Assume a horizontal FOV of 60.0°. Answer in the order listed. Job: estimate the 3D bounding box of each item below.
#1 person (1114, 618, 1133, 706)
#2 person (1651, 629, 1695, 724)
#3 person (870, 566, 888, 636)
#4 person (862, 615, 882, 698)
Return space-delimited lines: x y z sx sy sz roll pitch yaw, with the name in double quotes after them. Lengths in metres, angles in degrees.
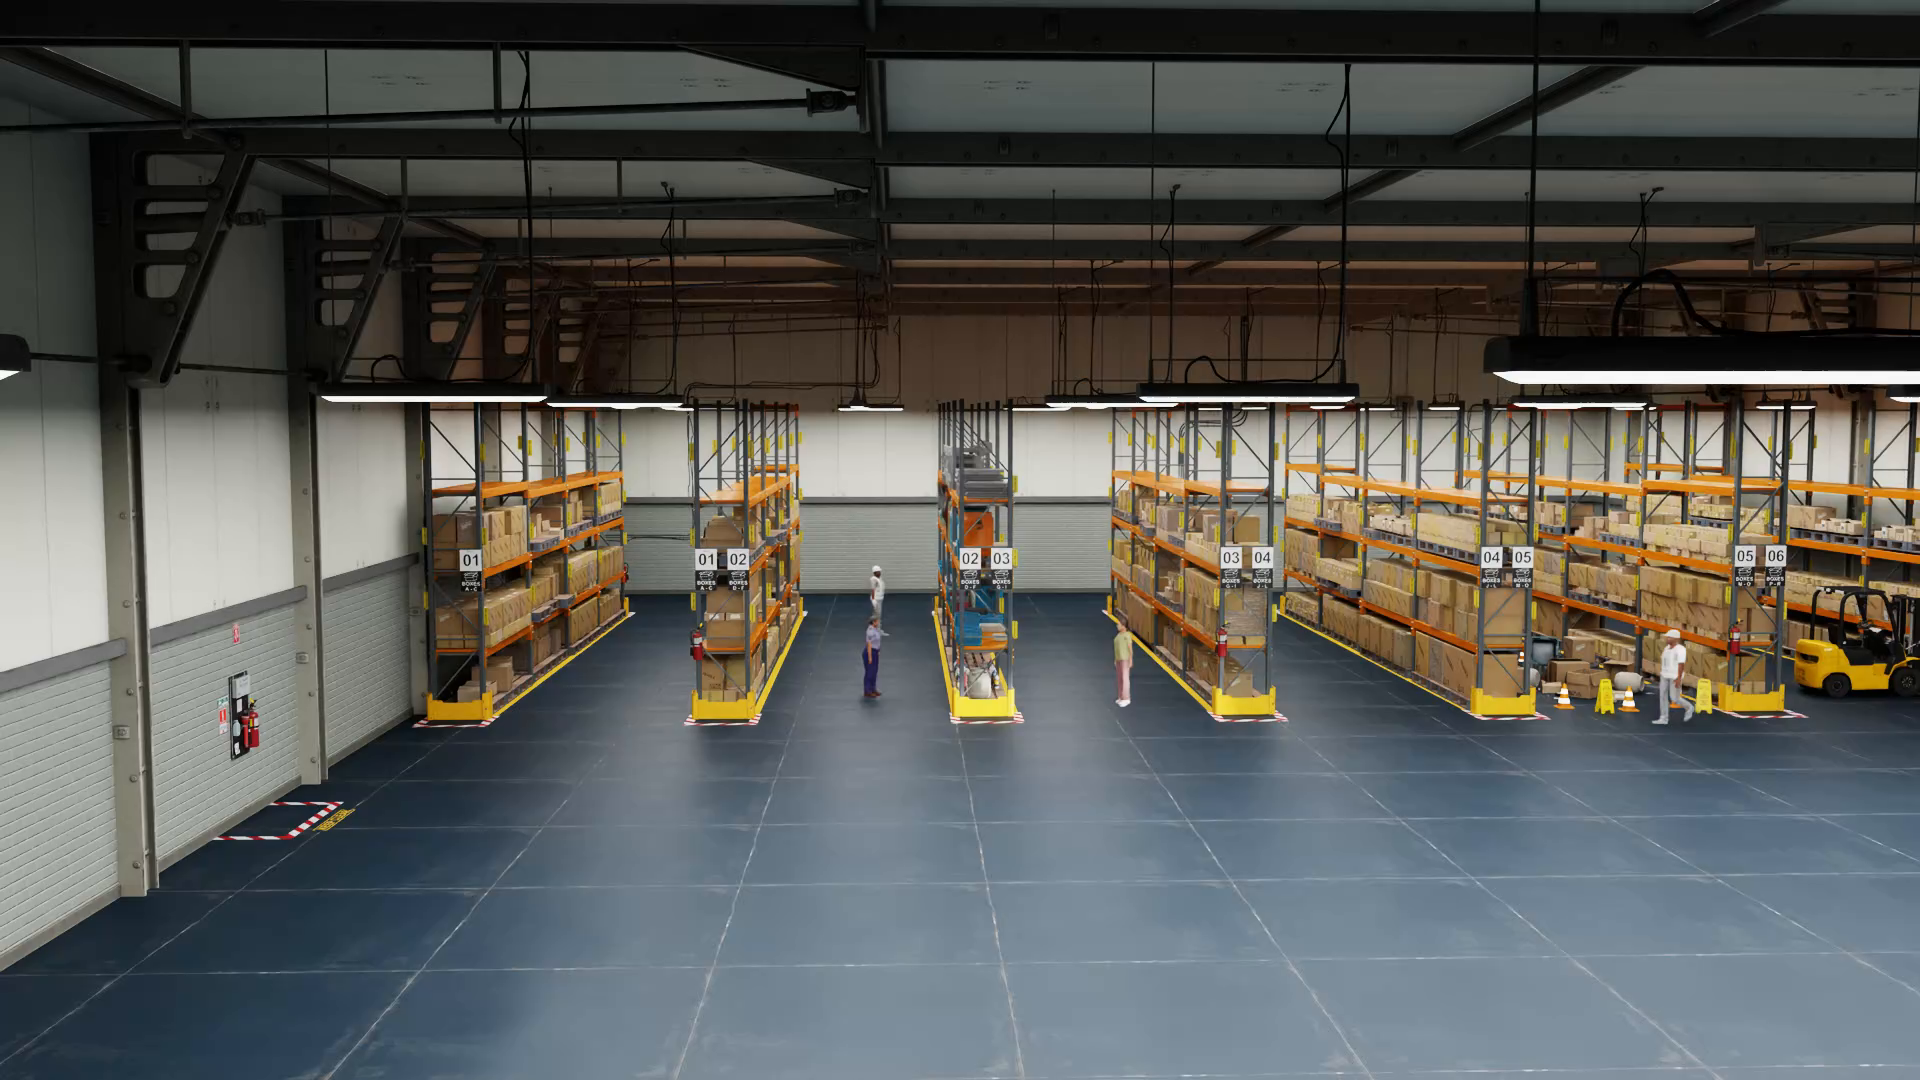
3.198 2.397 32.831 0.465 1.683 0.590 -2 5 -24 "person"
13.123 2.518 30.555 0.753 1.760 0.550 -2 5 -22 "person"
-2.067 1.561 43.066 0.513 1.804 0.574 1 4 11 "person"
-1.788 2.346 33.684 0.382 1.666 0.508 1 4 7 "person"
